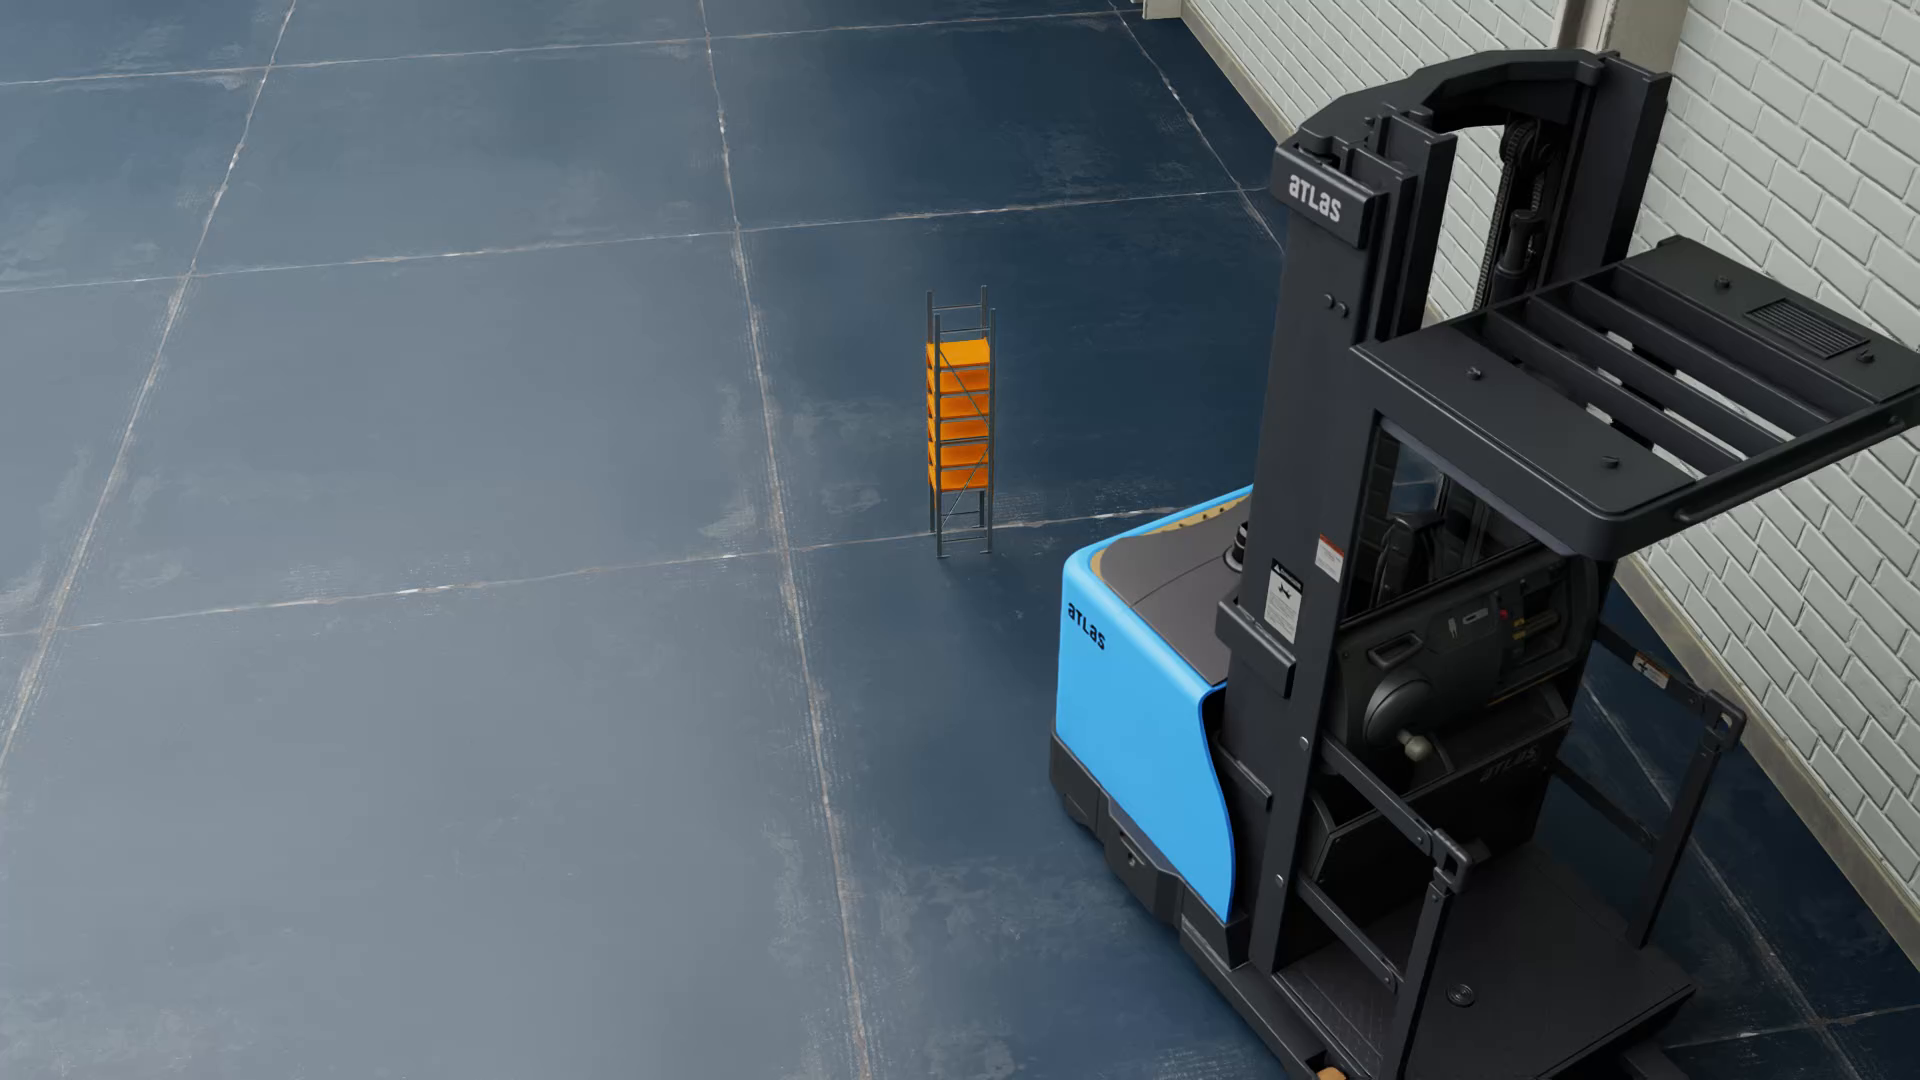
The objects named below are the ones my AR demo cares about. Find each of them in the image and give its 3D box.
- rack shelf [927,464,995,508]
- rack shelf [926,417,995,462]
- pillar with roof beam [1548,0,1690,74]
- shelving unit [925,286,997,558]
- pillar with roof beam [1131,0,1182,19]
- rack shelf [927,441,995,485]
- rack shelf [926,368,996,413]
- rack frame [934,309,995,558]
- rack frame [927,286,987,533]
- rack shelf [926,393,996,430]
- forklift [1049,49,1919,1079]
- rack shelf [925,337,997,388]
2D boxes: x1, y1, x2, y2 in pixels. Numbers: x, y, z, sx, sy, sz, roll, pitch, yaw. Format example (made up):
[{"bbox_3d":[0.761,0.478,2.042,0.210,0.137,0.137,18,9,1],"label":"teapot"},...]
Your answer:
[{"bbox_3d":[0.003,-0.240,7.045,0.258,0.103,0.180,-6,38,-8],"label":"rack shelf"},{"bbox_3d":[0.003,-0.430,6.898,0.258,0.103,0.180,-6,38,-8],"label":"rack shelf"},{"bbox_3d":[-1.723,-3.404,4.297,9.100,9.000,0.400,-6,38,-8],"label":"pillar with roof beam"},{"bbox_3d":[0.003,-0.465,6.871,0.258,1.200,0.189,-6,38,-8],"label":"shelving unit"},{"bbox_3d":[-2.775,-7.028,8.962,9.100,9.000,0.400,-6,38,-8],"label":"pillar with roof beam"},{"bbox_3d":[0.003,-0.335,6.972,0.258,0.103,0.180,-6,38,-8],"label":"rack shelf"},{"bbox_3d":[0.003,-0.620,6.751,0.258,0.103,0.180,-6,38,-8],"label":"rack shelf"},{"bbox_3d":[0.019,-0.410,6.800,0.240,1.200,0.006,-6,38,-8],"label":"rack frame"},{"bbox_3d":[-0.013,-0.520,6.942,0.240,1.200,0.006,-6,38,-8],"label":"rack frame"},{"bbox_3d":[0.003,-0.525,6.824,0.258,0.103,0.180,-6,38,-8],"label":"rack shelf"},{"bbox_3d":[1.501,0.369,4.386,1.130,2.935,3.031,-20,42,-24],"label":"forklift"},{"bbox_3d":[0.003,-0.714,6.677,0.258,0.103,0.180,-6,38,-8],"label":"rack shelf"}]
